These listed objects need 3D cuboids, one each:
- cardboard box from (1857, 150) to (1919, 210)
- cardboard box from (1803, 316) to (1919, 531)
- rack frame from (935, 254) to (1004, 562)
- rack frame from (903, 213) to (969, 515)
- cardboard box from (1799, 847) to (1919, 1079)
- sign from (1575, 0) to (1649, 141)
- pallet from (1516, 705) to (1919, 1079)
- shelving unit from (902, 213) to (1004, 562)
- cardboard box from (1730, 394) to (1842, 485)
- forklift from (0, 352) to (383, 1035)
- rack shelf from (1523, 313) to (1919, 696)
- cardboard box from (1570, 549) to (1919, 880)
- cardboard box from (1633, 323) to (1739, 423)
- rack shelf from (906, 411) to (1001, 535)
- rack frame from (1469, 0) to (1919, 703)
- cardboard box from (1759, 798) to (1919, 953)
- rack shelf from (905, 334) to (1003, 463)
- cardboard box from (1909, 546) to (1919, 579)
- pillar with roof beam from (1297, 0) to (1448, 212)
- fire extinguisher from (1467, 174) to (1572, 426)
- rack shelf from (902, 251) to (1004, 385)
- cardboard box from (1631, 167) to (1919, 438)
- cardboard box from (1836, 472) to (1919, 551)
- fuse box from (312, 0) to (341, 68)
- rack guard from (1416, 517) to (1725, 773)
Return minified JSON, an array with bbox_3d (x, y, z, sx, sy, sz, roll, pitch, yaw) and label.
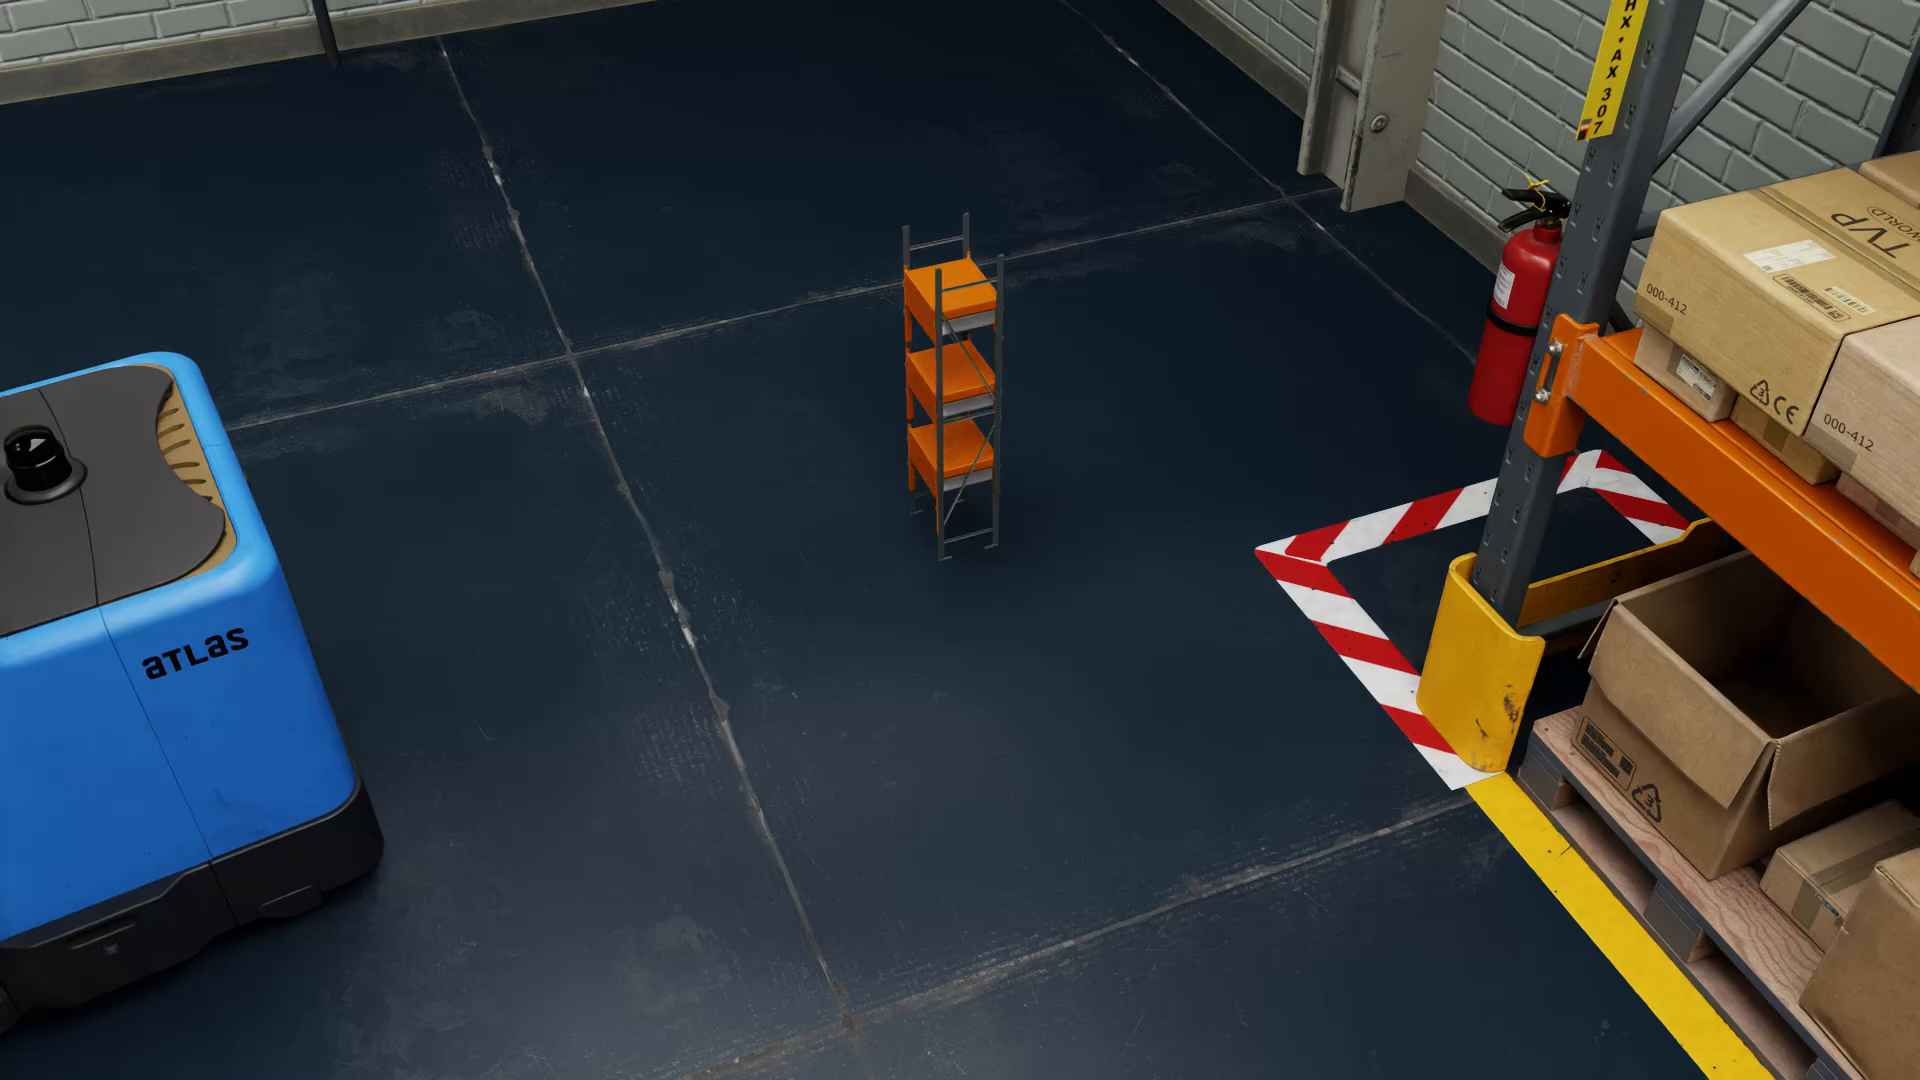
[{"bbox_3d":[2.270,-0.631,3.570,0.500,0.250,0.500,-14,43,-16],"label":"cardboard box"},{"bbox_3d":[1.967,-0.198,3.066,0.500,0.250,0.500,-15,43,-16],"label":"cardboard box"},{"bbox_3d":[0.026,-0.357,4.860,0.200,1.050,0.008,-15,43,-17],"label":"rack frame"},{"bbox_3d":[-0.067,-0.504,5.031,0.200,1.050,0.008,-15,43,-17],"label":"rack frame"},{"bbox_3d":[2.287,0.919,3.476,0.700,0.500,0.500,-13,42,-15],"label":"cardboard box"},{"bbox_3d":[1.348,-0.979,3.424,0.100,0.325,0.005,-15,43,-17],"label":"sign"},{"bbox_3d":[2.184,0.797,4.161,1.003,0.211,1.213,-15,43,-17],"label":"pallet"},{"bbox_3d":[-0.020,-0.430,4.945,0.215,1.050,0.252,-15,43,-17],"label":"shelving unit"},{"bbox_3d":[1.861,-0.283,3.471,0.380,0.149,0.250,-14,43,-16],"label":"cardboard box"},{"bbox_3d":[-3.000,-0.038,3.046,3.031,2.935,1.130,-21,45,-23],"label":"forklift"},{"bbox_3d":[2.614,0.692,2.697,1.077,0.370,4.000,-15,43,-17],"label":"rack shelf"},{"bbox_3d":[1.995,0.393,4.085,0.797,0.503,0.637,-17,43,-19],"label":"cardboard box"},{"bbox_3d":[1.721,-0.424,3.636,0.380,0.149,0.250,-15,43,-17],"label":"cardboard box"},{"bbox_3d":[-0.020,-0.212,5.133,0.215,0.259,0.240,-15,43,-17],"label":"rack shelf"},{"bbox_3d":[1.849,-0.786,3.863,1.000,3.000,0.127,-15,43,-17],"label":"rack frame"},{"bbox_3d":[2.122,0.793,3.891,0.380,0.149,0.250,-17,43,-19],"label":"cardboard box"},{"bbox_3d":[-0.020,-0.422,4.952,0.215,0.259,0.240,-15,43,-17],"label":"rack shelf"},{"bbox_3d":[2.034,0.035,3.102,0.380,0.149,0.250,-14,43,-16],"label":"cardboard box"},{"bbox_3d":[-2.327,-3.836,2.809,9.100,9.000,0.400,-15,43,-17],"label":"pillar with roof beam"},{"bbox_3d":[1.366,-0.589,3.979,0.296,0.674,0.183,-15,43,-17],"label":"fire extinguisher"},{"bbox_3d":[-0.021,-0.637,4.767,0.215,0.259,0.240,-15,43,-17],"label":"rack shelf"},{"bbox_3d":[1.774,-0.501,3.419,0.500,0.250,0.500,-15,43,-17],"label":"cardboard box"},{"bbox_3d":[1.994,-0.133,3.297,0.380,0.149,0.250,-16,43,-17],"label":"cardboard box"},{"bbox_3d":[-2.918,-2.884,7.291,0.539,1.711,0.414,-15,43,-17],"label":"fuse box"},{"bbox_3d":[1.878,0.208,4.625,1.175,0.500,0.348,-15,43,-17],"label":"rack guard"}]
